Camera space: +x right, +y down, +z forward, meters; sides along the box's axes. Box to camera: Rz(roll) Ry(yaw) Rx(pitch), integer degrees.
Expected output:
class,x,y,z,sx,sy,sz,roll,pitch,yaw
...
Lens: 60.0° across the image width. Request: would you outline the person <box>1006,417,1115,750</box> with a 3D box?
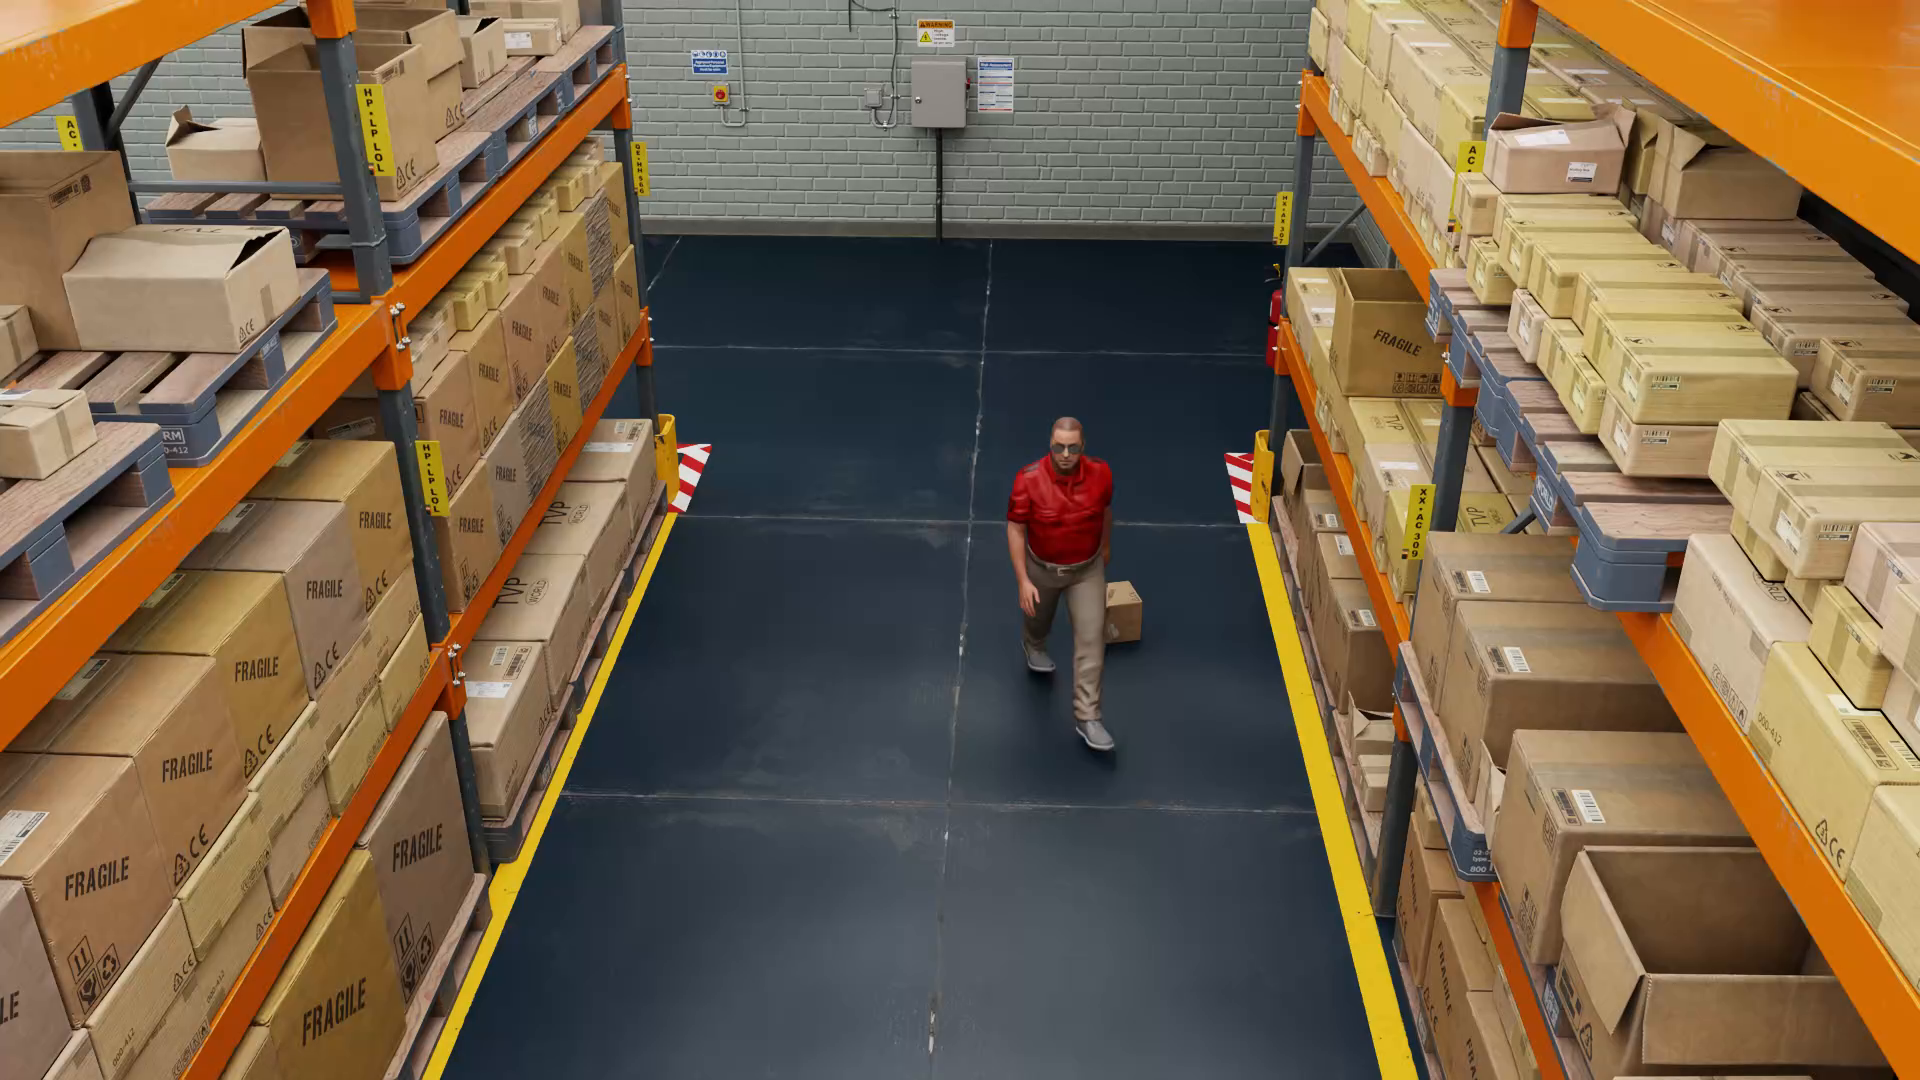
class,x,y,z,sx,sy,sz,roll,pitch,yaw
person,0.516,0.135,8.391,0.576,1.651,1.113,-2,28,-3
